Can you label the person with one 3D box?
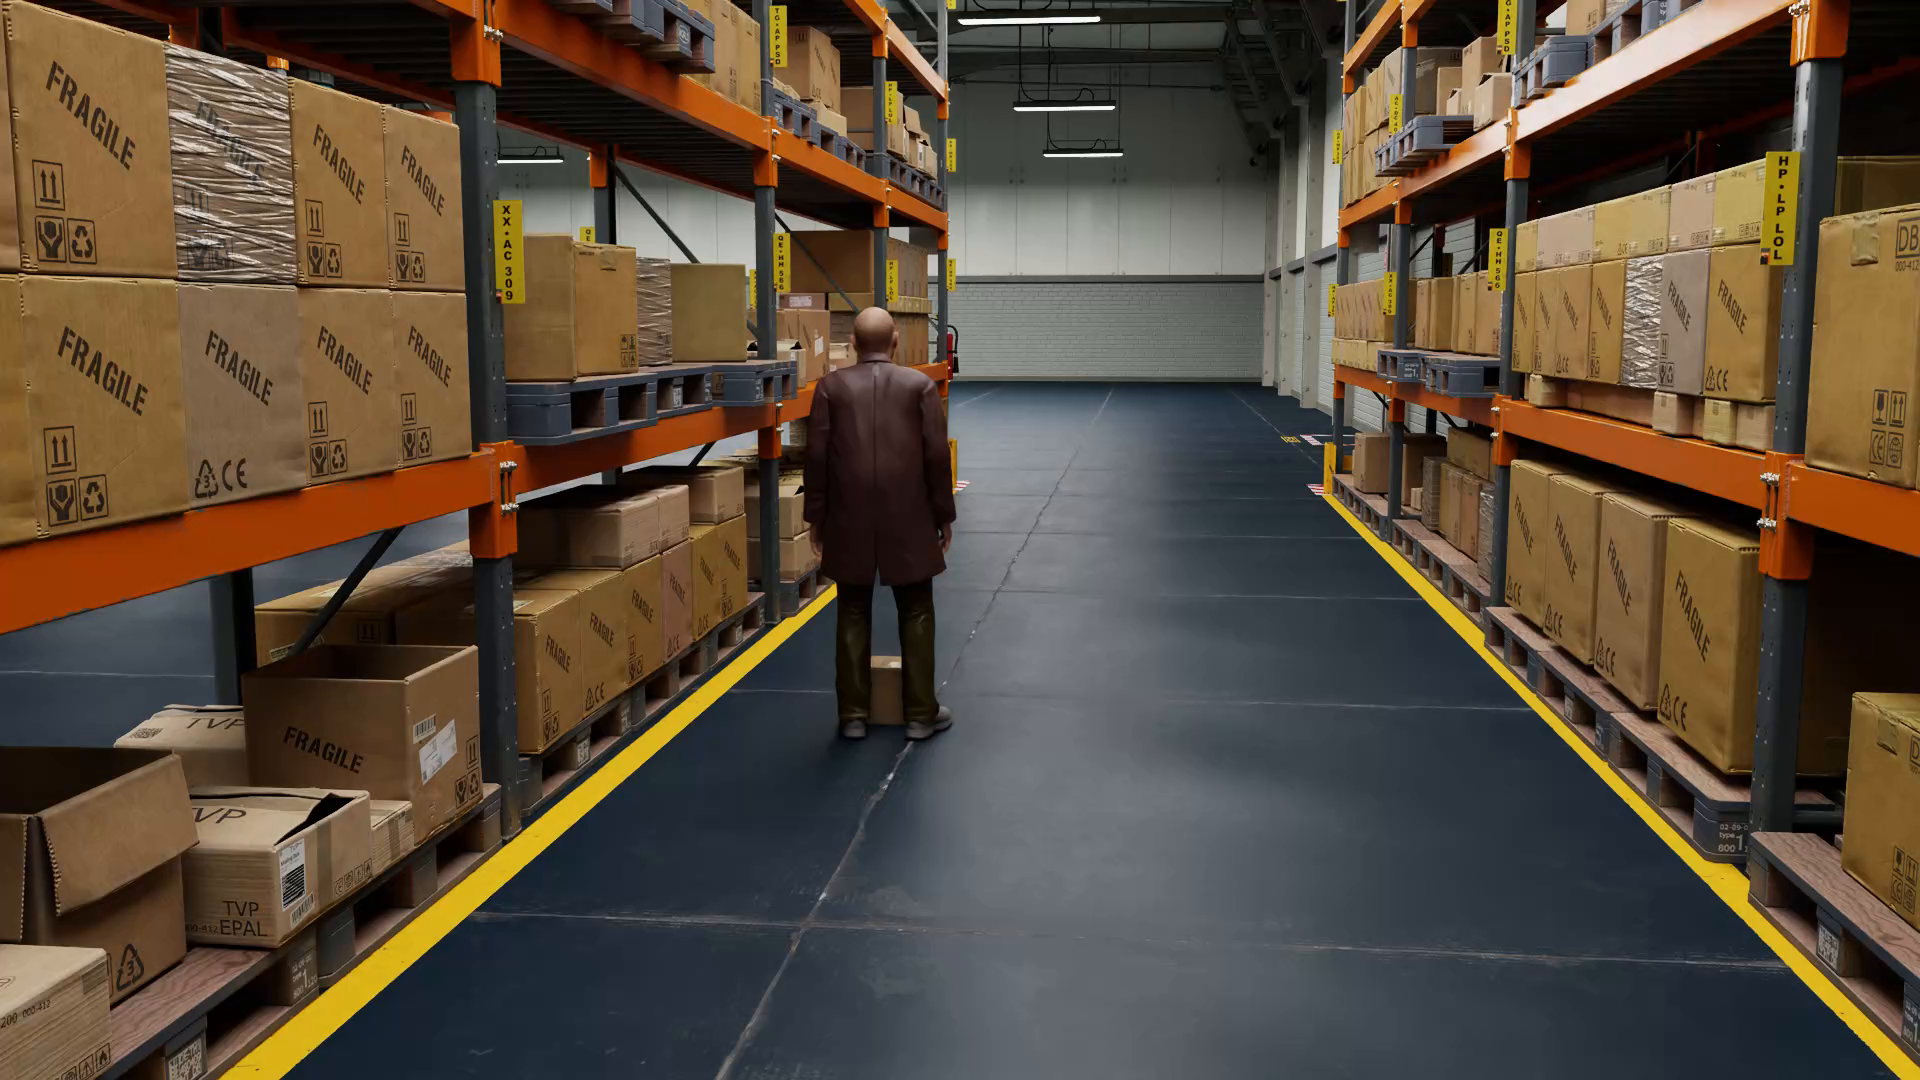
[{"bbox_3d":[-0.332,0.023,6.901,0.638,1.584,0.432,0,7,4],"label":"person"}]
